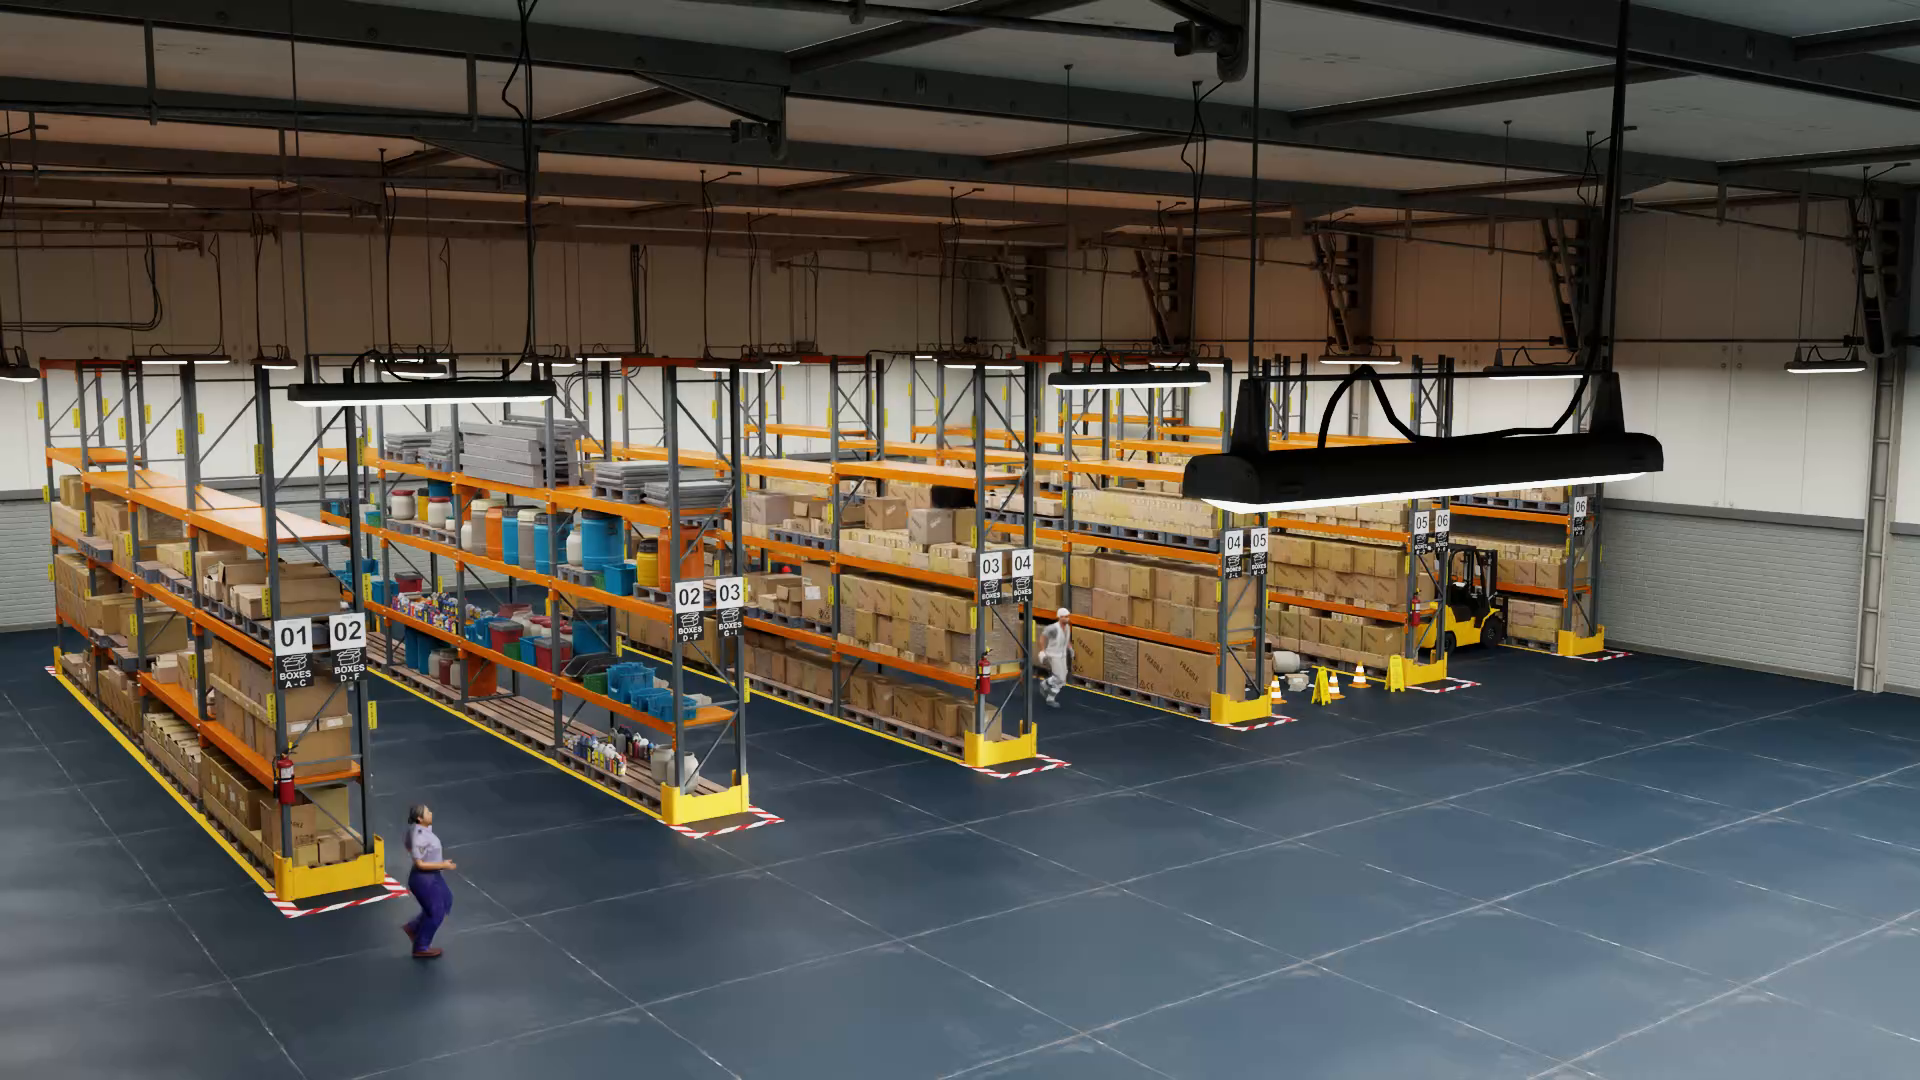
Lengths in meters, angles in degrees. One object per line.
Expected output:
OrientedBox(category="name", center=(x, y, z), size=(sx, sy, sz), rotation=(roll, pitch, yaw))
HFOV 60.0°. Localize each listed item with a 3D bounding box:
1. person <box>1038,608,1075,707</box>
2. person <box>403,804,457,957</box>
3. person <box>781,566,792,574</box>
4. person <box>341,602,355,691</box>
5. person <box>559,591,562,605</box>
OrientedBox(category="person", center=(1.687, 1.999, 28.809), size=(0.575, 1.672, 0.674), rotation=(6, 9, 39))
OrientedBox(category="person", center=(-5.466, 3.485, 17.120), size=(0.559, 1.597, 0.599), rotation=(-2, 7, -18))
OrientedBox(category="person", center=(-3.677, 1.391, 33.972), size=(0.658, 1.770, 1.113), rotation=(-6, 9, -40))
OrientedBox(category="person", center=(-11.230, 1.918, 30.350), size=(0.623, 1.649, 0.744), rotation=(-5, 8, -36))
OrientedBox(category="person", center=(-9.249, 0.811, 38.808), size=(0.581, 1.748, 0.686), rotation=(-2, 7, -20))
